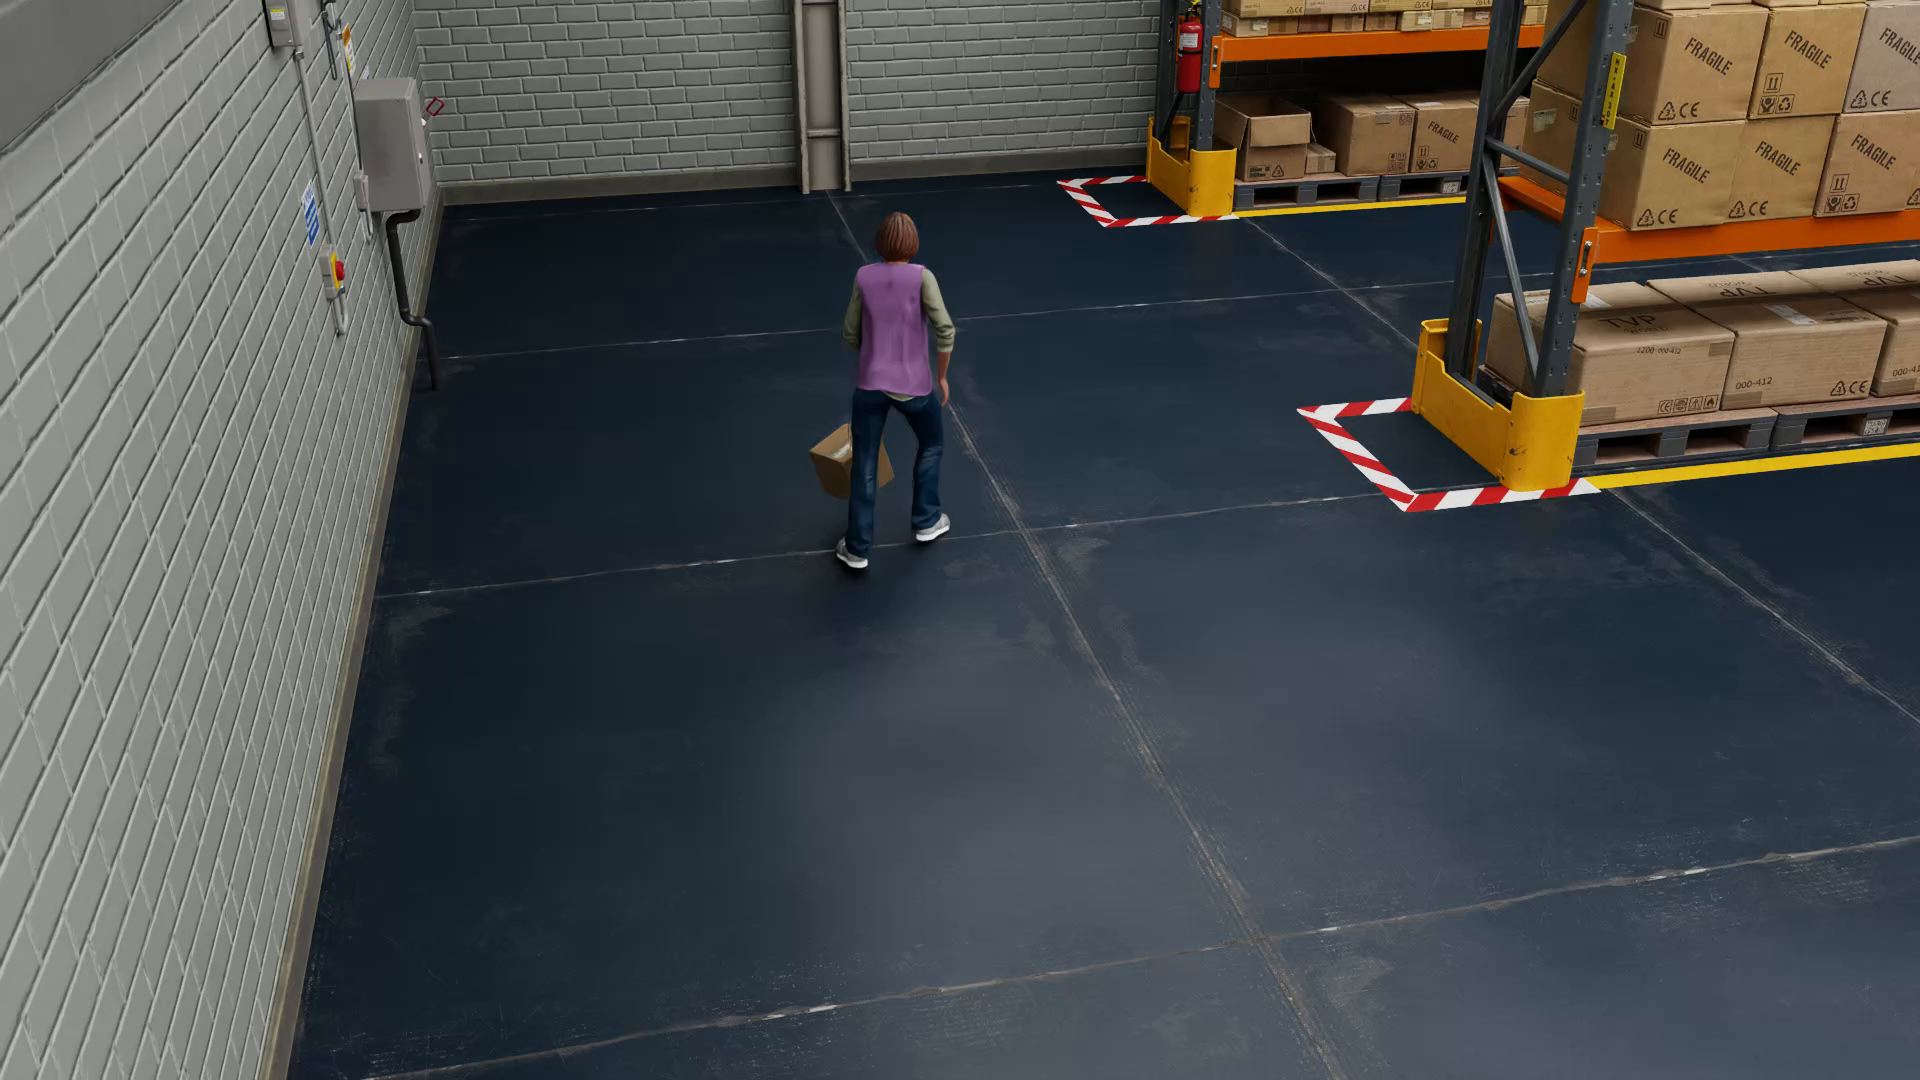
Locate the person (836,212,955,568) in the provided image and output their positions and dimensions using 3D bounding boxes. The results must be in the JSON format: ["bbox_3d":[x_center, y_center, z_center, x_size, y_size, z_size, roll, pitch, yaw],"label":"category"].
[{"bbox_3d":[-0.288,-0.662,7.459,0.550,1.551,0.656,3,27,5],"label":"person"}]
